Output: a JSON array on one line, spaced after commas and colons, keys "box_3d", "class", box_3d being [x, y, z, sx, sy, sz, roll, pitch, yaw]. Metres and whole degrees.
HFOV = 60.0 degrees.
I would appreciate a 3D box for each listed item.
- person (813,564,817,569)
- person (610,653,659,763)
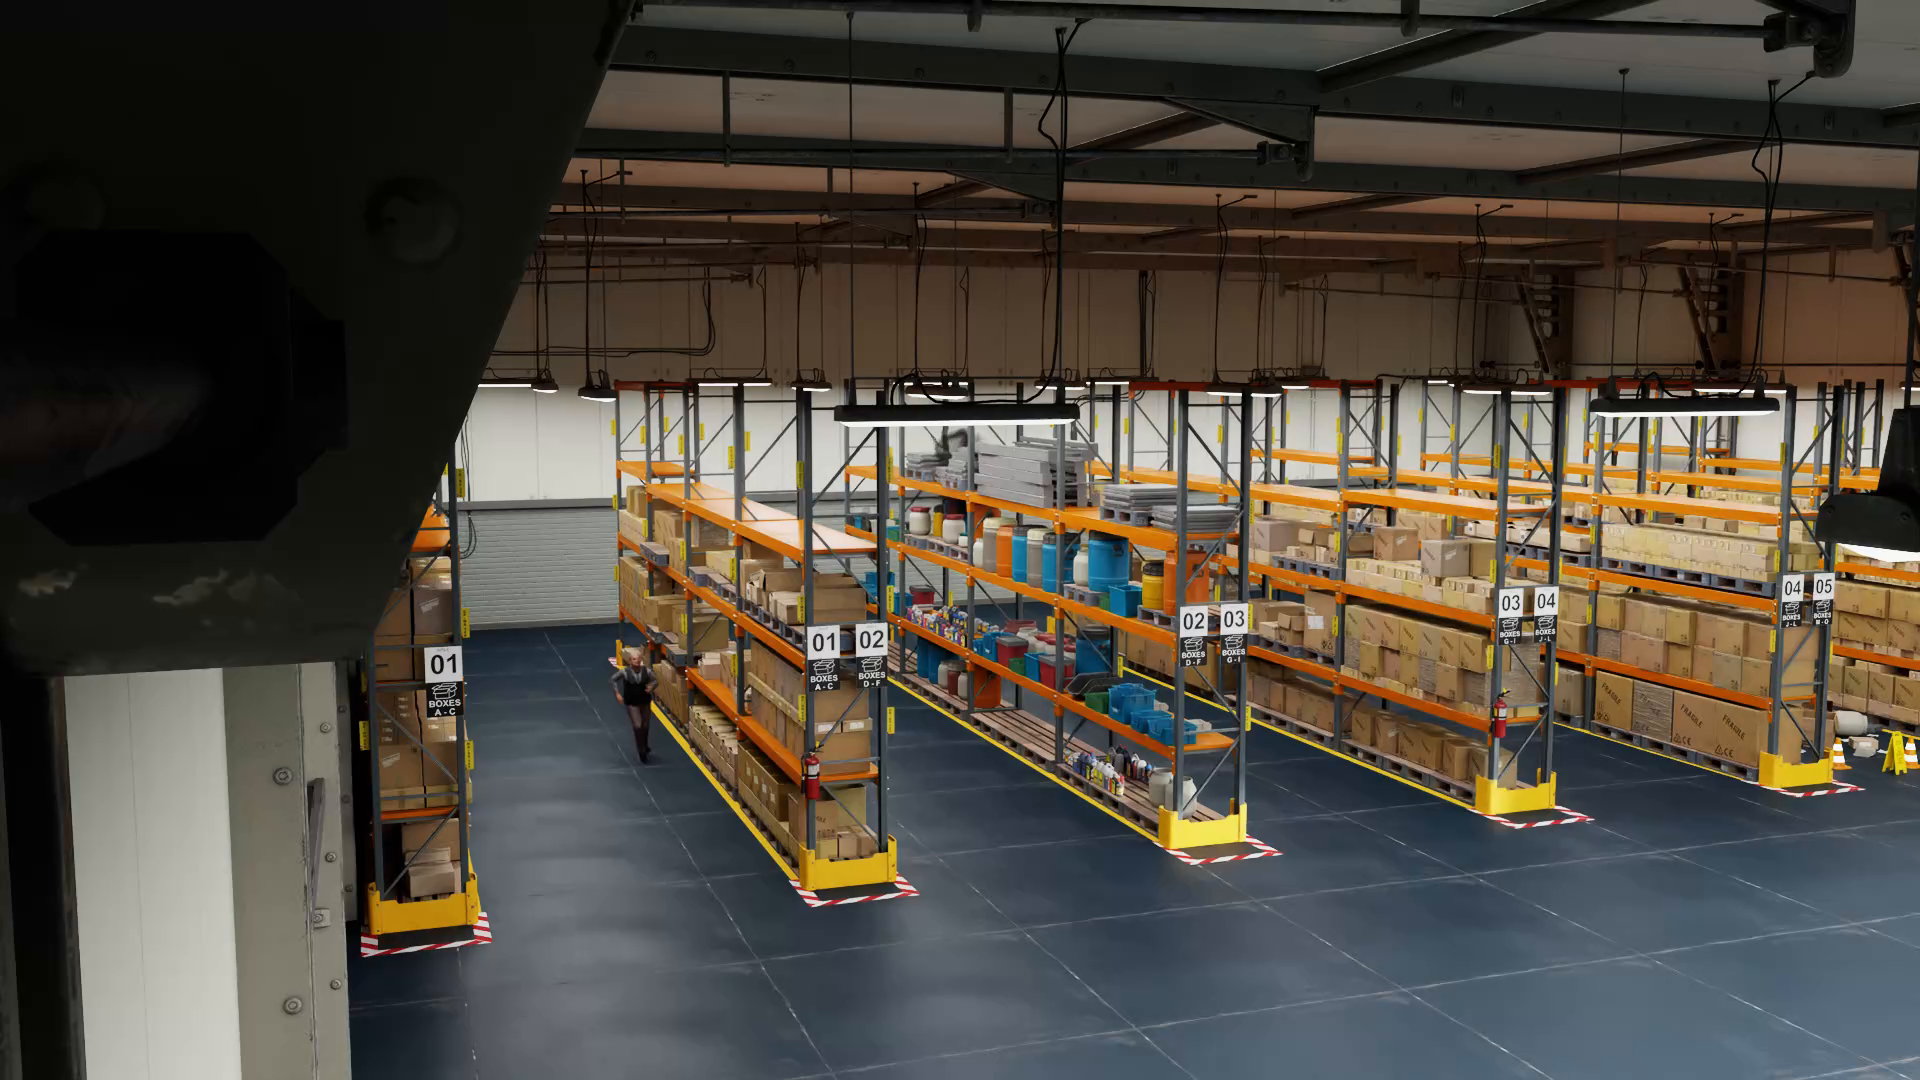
[{"box_3d": [-3.549, 1.367, 39.221, 0.861, 1.609, 0.540, 0, 6, -4], "class": "person"}, {"box_3d": [-5.198, 2.675, 26.668, 0.750, 1.780, 0.718, -3, 7, -26], "class": "person"}]
